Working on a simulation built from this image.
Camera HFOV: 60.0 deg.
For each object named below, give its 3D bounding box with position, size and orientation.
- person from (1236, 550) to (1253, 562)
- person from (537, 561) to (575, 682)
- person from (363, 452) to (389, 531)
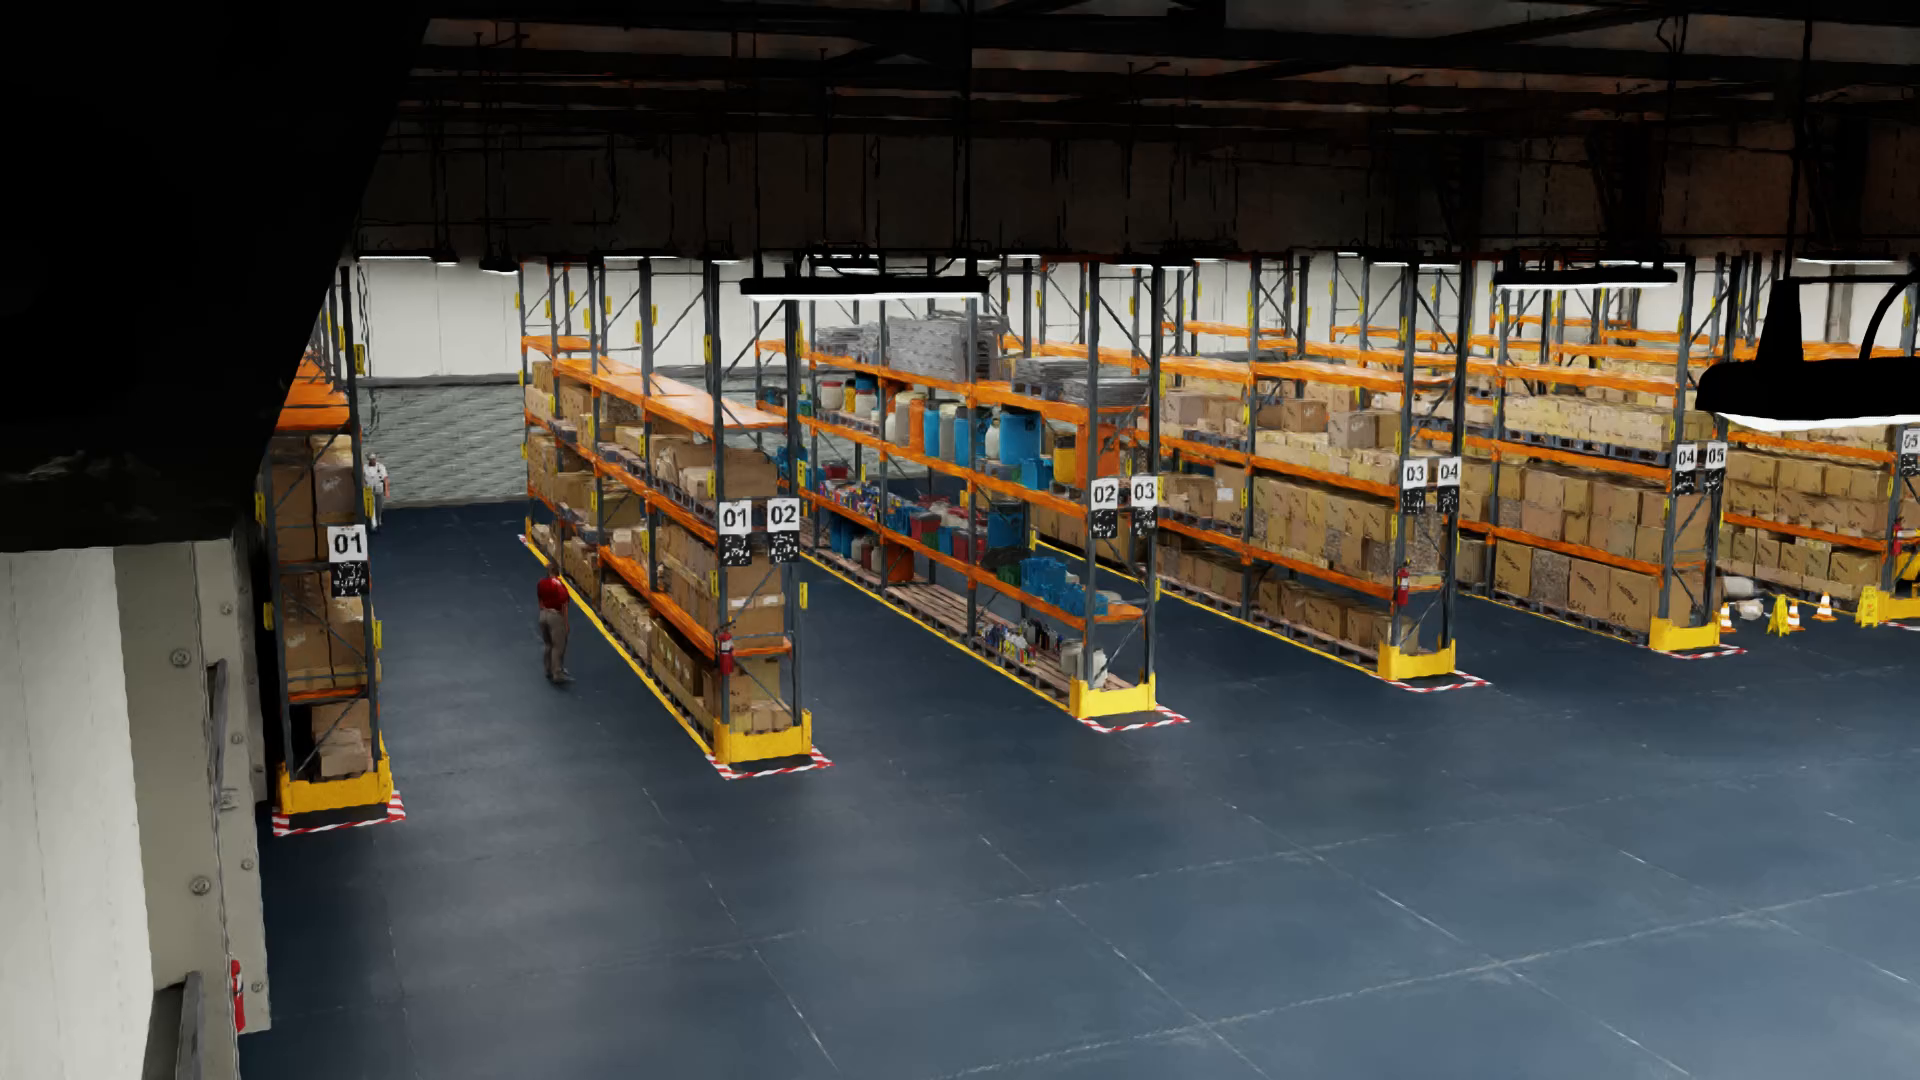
[{"bbox_3d":[5.533,-0.351,31.872,0.629,1.782,0.480,10,14,42],"label":"person"},{"bbox_3d":[-5.789,1.150,23.885,0.593,1.733,0.457,8,13,36],"label":"person"},{"bbox_3d":[-12.726,-1.089,36.201,0.556,1.712,1.030,-4,11,-23],"label":"person"}]
